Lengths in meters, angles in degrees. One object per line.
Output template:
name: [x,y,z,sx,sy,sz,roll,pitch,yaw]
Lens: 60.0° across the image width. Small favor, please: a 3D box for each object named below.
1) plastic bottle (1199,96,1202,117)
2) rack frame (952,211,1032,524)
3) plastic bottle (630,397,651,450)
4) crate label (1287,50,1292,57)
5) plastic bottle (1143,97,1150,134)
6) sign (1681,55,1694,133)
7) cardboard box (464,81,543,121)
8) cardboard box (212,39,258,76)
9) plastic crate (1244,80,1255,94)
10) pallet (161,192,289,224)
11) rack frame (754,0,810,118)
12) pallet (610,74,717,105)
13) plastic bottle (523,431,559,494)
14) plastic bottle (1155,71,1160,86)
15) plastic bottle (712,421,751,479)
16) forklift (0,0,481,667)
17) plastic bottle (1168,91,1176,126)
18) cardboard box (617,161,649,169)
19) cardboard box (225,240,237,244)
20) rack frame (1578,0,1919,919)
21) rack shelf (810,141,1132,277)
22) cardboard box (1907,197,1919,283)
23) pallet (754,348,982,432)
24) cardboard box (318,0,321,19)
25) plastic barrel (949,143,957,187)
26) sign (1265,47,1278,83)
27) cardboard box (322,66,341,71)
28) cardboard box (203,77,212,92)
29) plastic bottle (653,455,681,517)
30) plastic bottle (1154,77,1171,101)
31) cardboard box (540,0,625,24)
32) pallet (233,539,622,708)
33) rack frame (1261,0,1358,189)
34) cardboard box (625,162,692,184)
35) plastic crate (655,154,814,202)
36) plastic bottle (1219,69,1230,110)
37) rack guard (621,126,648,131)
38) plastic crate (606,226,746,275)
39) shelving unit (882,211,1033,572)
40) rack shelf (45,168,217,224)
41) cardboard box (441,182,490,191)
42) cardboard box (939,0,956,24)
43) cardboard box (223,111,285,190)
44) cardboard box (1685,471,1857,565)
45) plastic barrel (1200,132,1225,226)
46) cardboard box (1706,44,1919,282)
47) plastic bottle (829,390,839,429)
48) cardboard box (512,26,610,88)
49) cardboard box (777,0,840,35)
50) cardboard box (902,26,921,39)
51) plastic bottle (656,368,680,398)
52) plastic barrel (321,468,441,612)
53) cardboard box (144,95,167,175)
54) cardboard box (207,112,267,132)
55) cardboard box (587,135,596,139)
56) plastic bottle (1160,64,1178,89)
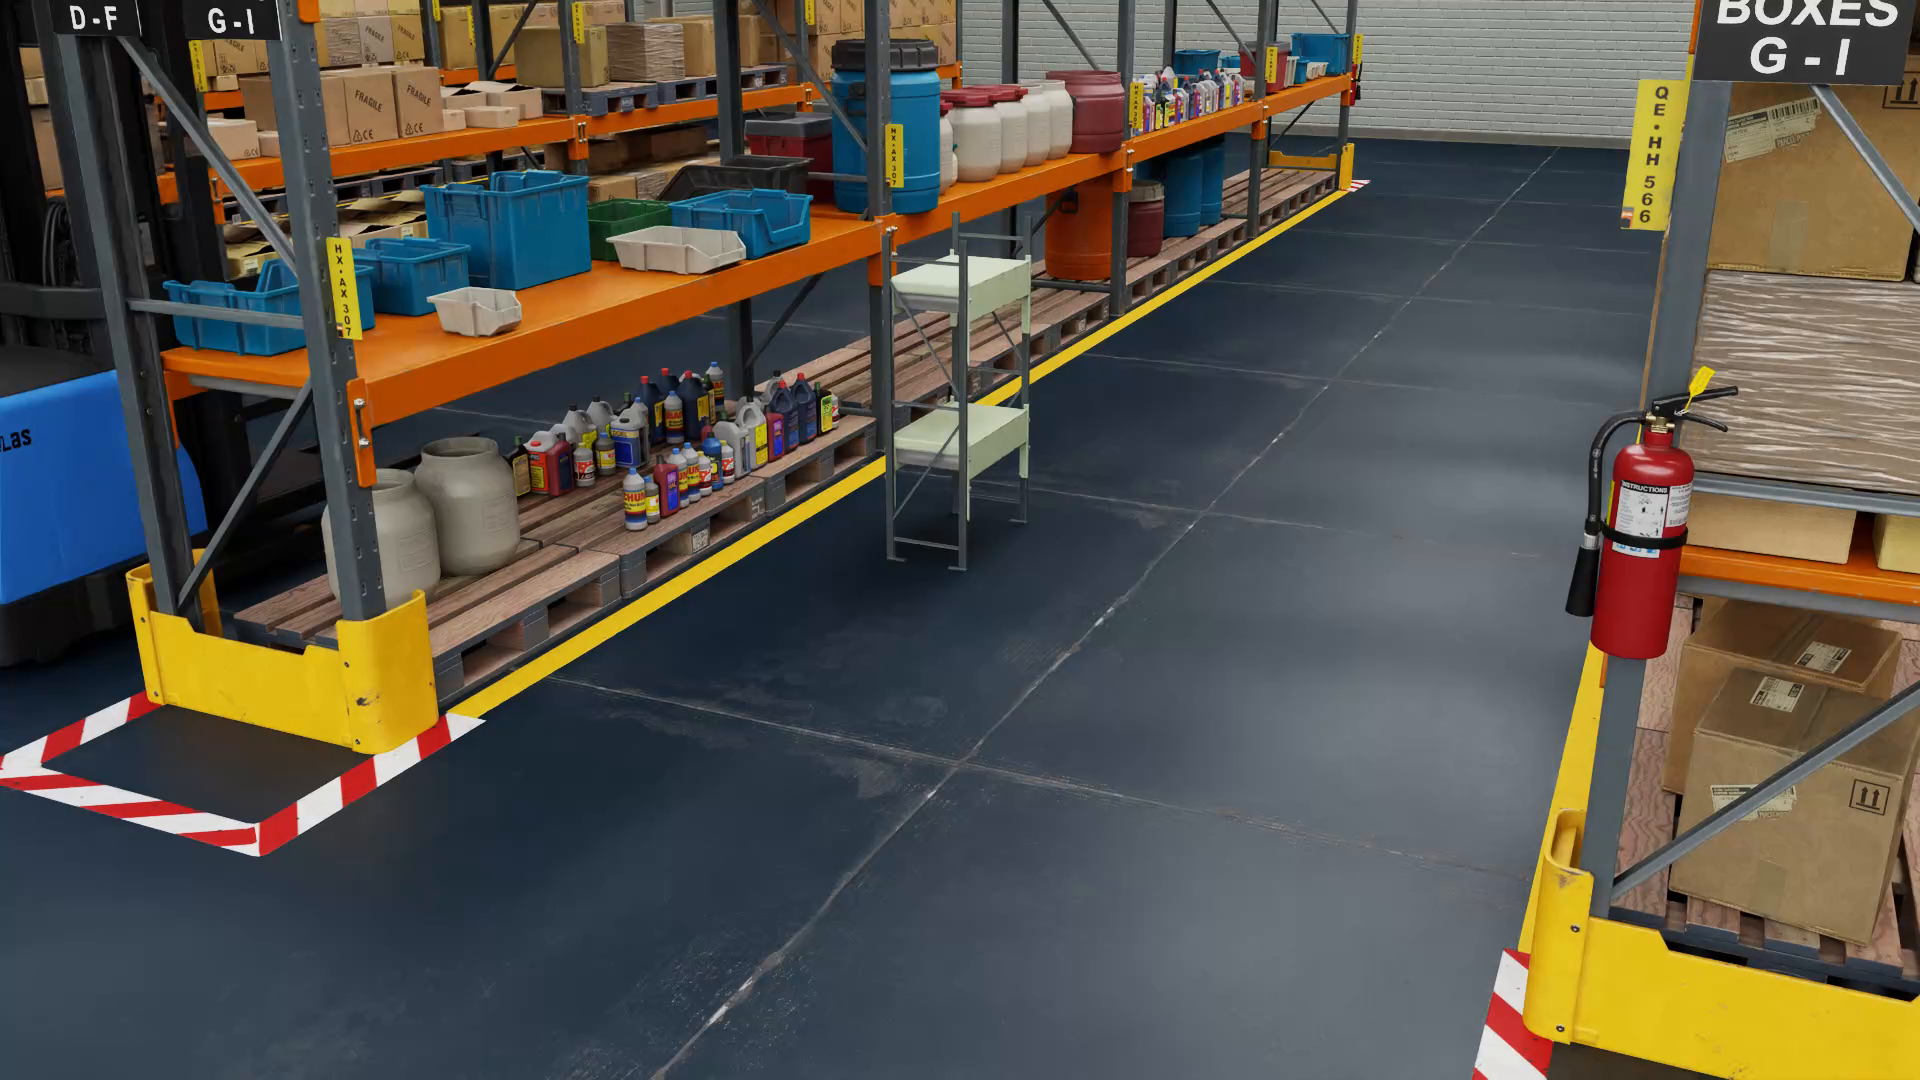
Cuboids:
plastic bottle: [2.037,-3.748,14.327,0.097,0.201,0.097,0,20,0]
rack frame: [0.147,-0.816,8.026,0.400,1.500,0.023,9,21,23]
plastic bottle: [-1.656,-0.602,8.600,0.097,0.271,0.097,0,20,0]
crate label: [3.669,-5.565,19.301,0.416,0.233,0.303,9,21,23]
plastic bottle: [1.442,-3.328,13.023,0.061,0.283,0.133,9,21,23]
sign: [3.167,-1.919,7.159,0.100,0.325,0.005,9,21,23]
cardboard box: [-3.912,-3.734,14.125,0.500,0.311,0.500,10,22,26]
cardboard box: [-7.589,-5.029,17.009,0.500,0.500,0.500,9,22,24]
plastic crate: [2.753,-4.450,16.309,0.396,0.136,0.243,9,21,23]
pallet: [-7.853,-3.477,17.430,1.003,0.211,1.213,9,21,23]
rack frame: [-2.085,-5.104,17.844,1.000,3.000,0.127,9,21,23]
pallet: [-2.931,-4.386,16.112,1.003,0.211,1.213,9,21,23]
plastic bottle: [-2.002,-0.374,7.952,0.152,0.276,0.135,9,21,23]
plastic bottle: [1.838,-4.274,15.684,0.061,0.283,0.133,9,21,23]
plastic bottle: [-1.126,-0.459,8.191,0.152,0.276,0.135,9,21,24]
forklift: [-3.514,-1.343,7.370,1.130,2.935,3.031,9,21,23]
plastic bottle: [1.717,-3.542,13.644,0.097,0.271,0.097,0,20,0]
cardboard box: [-3.342,-3.387,16.090,0.500,0.500,0.500,8,21,21]
cardboard box: [-5.457,-1.988,11.723,0.500,0.311,0.500,9,21,23]
rack frame: [2.037,-0.075,3.704,1.000,3.000,0.127,9,21,23]
rack shelf: [-0.025,-2.250,10.893,1.077,0.370,4.000,9,21,23]
cardboard box: [2.511,-0.864,3.838,0.500,0.500,0.500,9,21,23]
pallet: [-0.558,-0.909,10.211,1.003,0.211,1.213,9,21,23]
cardboard box: [-7.199,-5.688,17.744,0.500,0.250,0.500,8,21,22]
plastic barrel: [-0.162,-2.296,10.155,0.301,0.262,0.301,0,20,0]
sign: [2.933,-4.478,15.670,0.100,0.325,0.005,9,21,23]
cardboard box: [-7.047,-5.149,18.316,0.380,0.149,0.250,8,21,21]
cardboard box: [-7.787,-4.596,16.760,0.380,0.149,0.250,9,21,23]
plastic bottle: [-1.346,-0.261,7.622,0.061,0.283,0.133,9,21,24]
plastic bottle: [1.709,-3.717,14.018,0.144,0.351,0.185,9,21,23]
cardboard box: [-5.168,-6.989,22.698,0.980,0.700,0.700,10,22,25]
pallet: [-2.156,0.282,6.862,1.003,0.211,1.213,9,21,23]
rack frame: [4.070,-5.646,19.368,1.000,3.000,0.127,9,21,23]
cardboard box: [-2.857,-3.324,15.913,0.500,0.500,0.500,8,21,22]
plastic crate: [-1.174,-1.806,8.663,0.767,0.338,0.504,9,21,23]
plastic bottle: [2.354,-4.074,15.022,0.144,0.351,0.185,9,21,23]
rack guard: [-4.958,-5.835,23.630,1.175,0.500,0.348,9,21,23]
plastic crate: [-1.278,-1.322,7.604,0.530,0.136,0.437,9,21,23]
shelving unit: [-0.003,-0.705,7.712,0.431,1.500,0.755,9,21,23]
rack shelf: [-6.180,-1.708,9.369,1.077,0.370,4.000,9,21,23]
cardboard box: [-4.206,-2.928,14.366,0.500,0.311,0.500,9,22,25]
cardboard box: [-0.379,-6.671,20.610,0.500,0.500,0.500,8,21,22]
cardboard box: [-7.459,-4.219,17.936,0.750,0.750,0.750,8,21,22]
cardboard box: [1.965,-0.072,4.071,0.380,0.149,0.250,9,21,23]
plastic barrel: [2.194,-3.469,15.750,0.600,0.901,0.708,9,21,23]
cardboard box: [2.037,-0.936,4.038,0.500,0.500,0.500,9,21,23]
plastic bottle: [-0.708,-0.713,9.016,0.097,0.201,0.097,0,20,0]
cardboard box: [-3.568,-4.334,14.904,0.700,0.500,0.500,2,20,4]
cardboard box: [-1.636,-5.728,17.956,0.500,0.500,0.500,9,22,24]
cardboard box: [-0.801,-5.889,19.902,0.500,0.500,0.500,9,21,23]
plastic bottle: [-1.553,-0.747,8.890,0.144,0.351,0.185,9,22,24]
plastic barrel: [-2.282,0.008,6.557,0.421,0.512,0.421,0,20,0]
cardboard box: [-5.537,-2.569,10.567,0.700,0.500,0.500,8,21,21]
cardboard box: [-5.169,-2.889,11.817,0.396,0.266,0.258,8,21,21]
cardboard box: [-5.369,-5.645,22.469,0.700,0.500,0.500,8,21,23]
plastic bottle: [1.976,-4.325,15.726,0.144,0.351,0.185,9,21,23]
